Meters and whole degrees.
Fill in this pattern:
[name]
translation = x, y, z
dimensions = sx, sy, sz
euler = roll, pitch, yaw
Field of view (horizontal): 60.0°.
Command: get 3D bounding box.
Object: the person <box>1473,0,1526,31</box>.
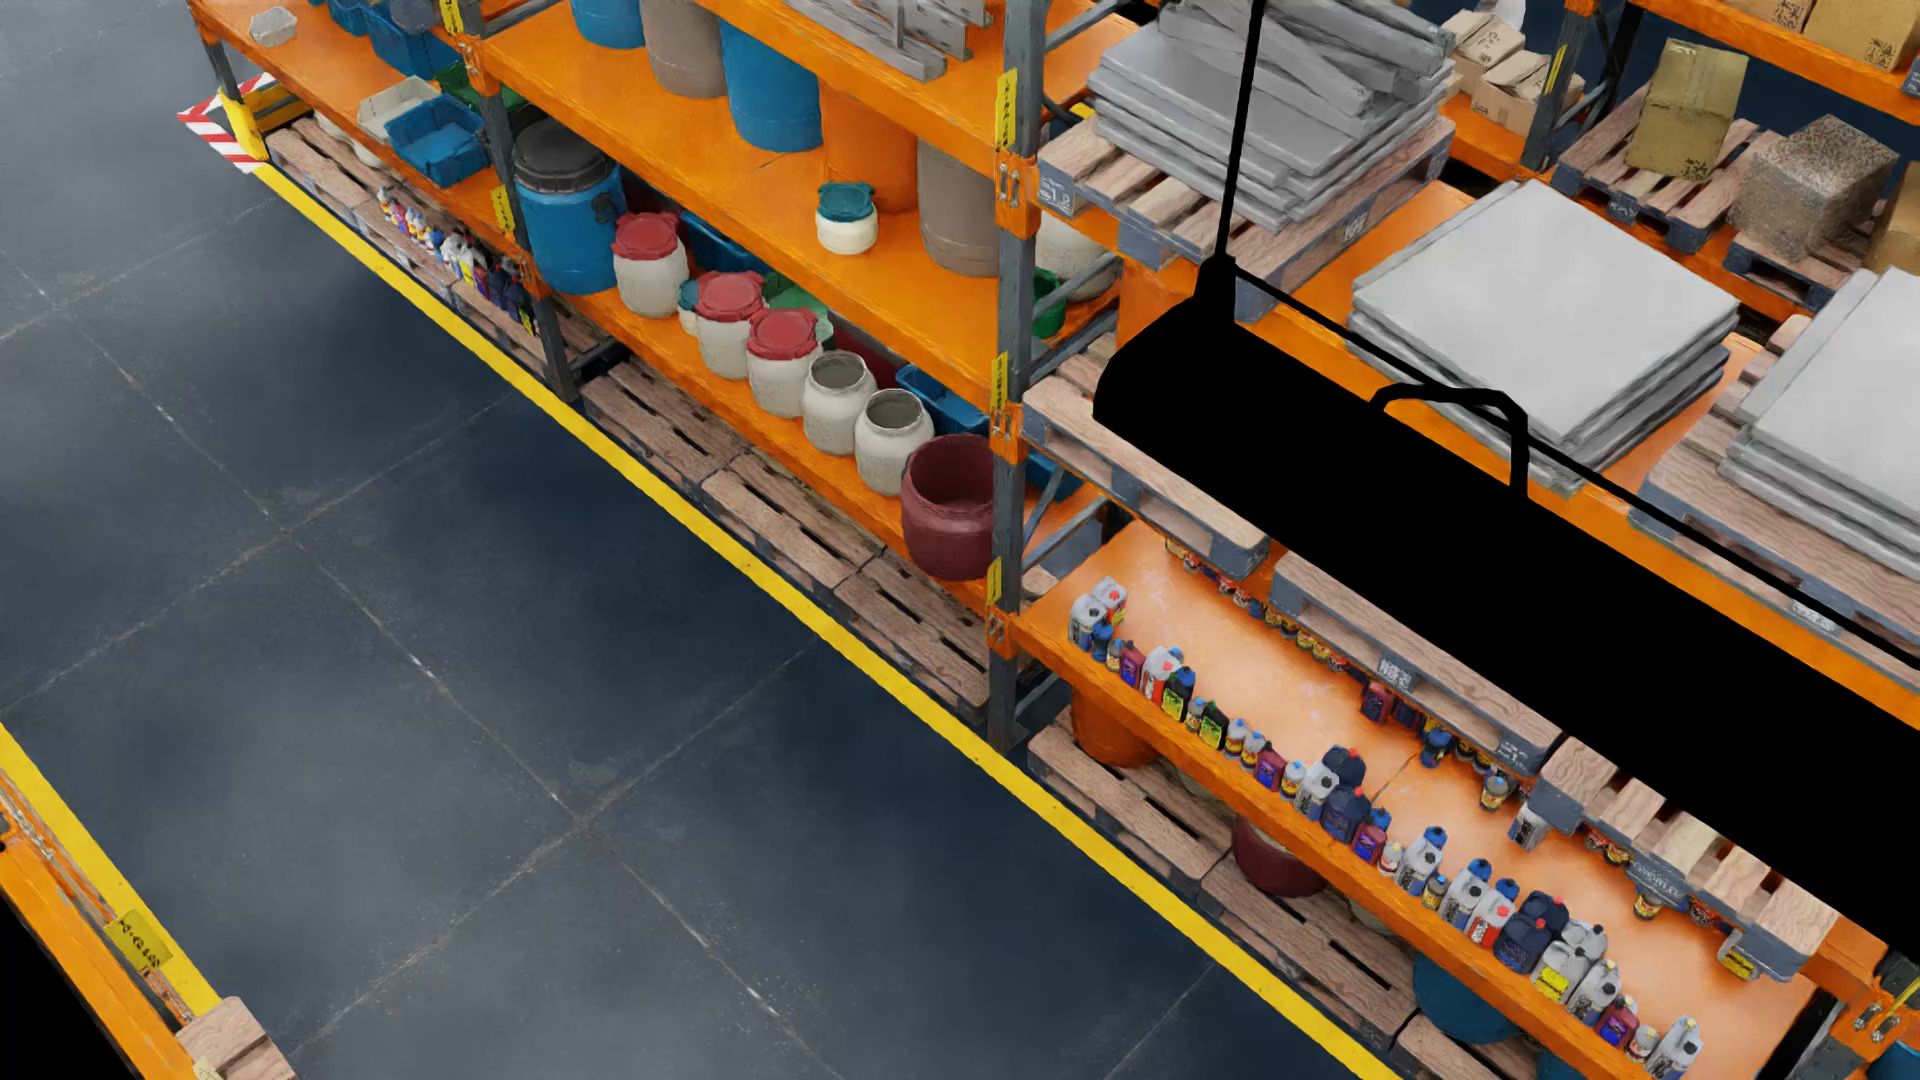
[person]
translation = 4.093, -3.936, 12.566
dimensions = 0.546, 1.733, 0.729
euler = 35, 58, 26
